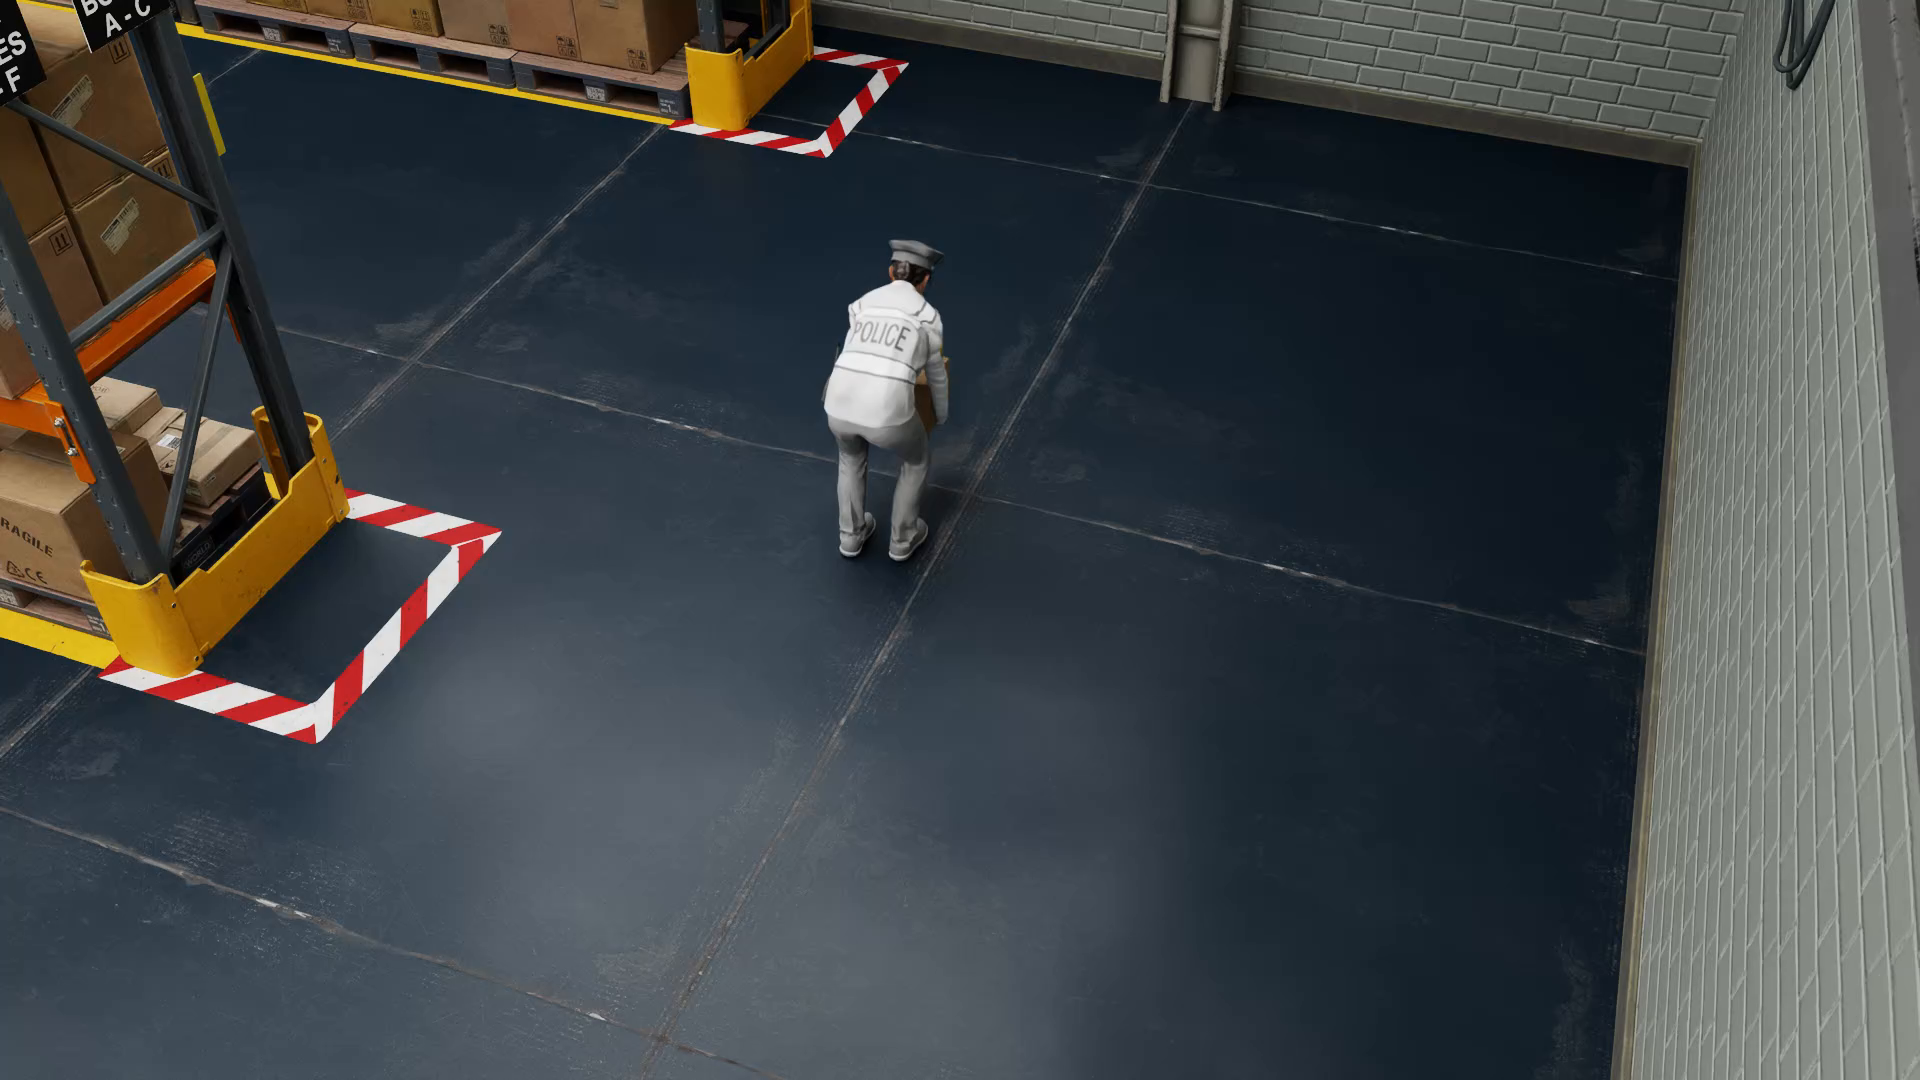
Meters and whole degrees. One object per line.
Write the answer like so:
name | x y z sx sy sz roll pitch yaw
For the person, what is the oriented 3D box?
person | -0.285 -0.582 7.092 0.411 1.295 0.879 12 43 13
